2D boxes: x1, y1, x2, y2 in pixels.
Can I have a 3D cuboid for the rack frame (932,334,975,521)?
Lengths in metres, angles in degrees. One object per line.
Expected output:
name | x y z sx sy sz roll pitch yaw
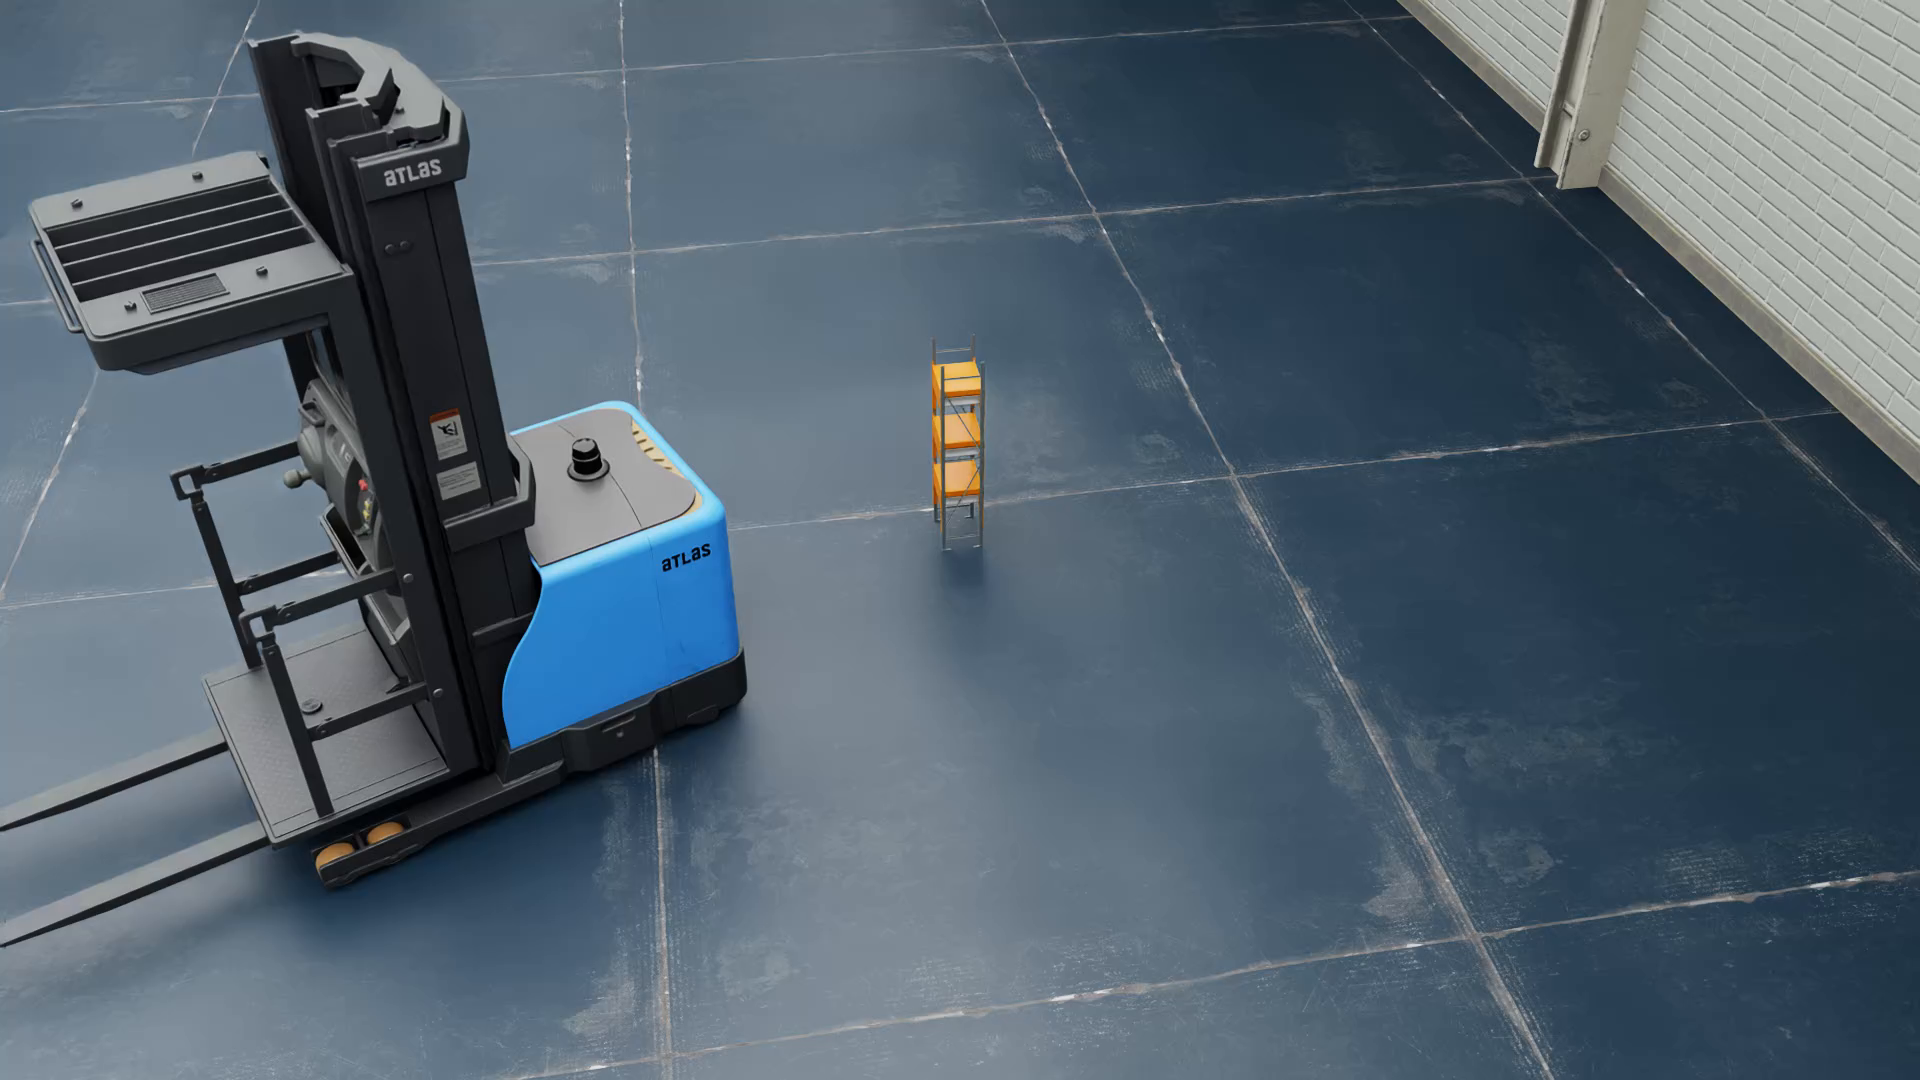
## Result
rack frame | -0.031 -0.521 7.964 0.200 1.050 0.008 -6 38 -8

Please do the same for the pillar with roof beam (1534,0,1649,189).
pillar with roof beam | -0.088 -5.586 8.005 9.100 9.000 0.400 -6 38 -8

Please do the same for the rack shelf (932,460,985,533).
rack shelf | -0.009 -0.219 8.046 0.215 0.259 0.240 -6 38 -8

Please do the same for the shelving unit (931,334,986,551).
shelving unit | -0.009 -0.447 7.869 0.215 1.050 0.252 -6 38 -8

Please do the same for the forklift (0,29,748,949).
forklift | -2.433 -0.192 6.009 3.031 2.935 1.130 -22 43 -26

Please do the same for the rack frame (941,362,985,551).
rack frame | 0.012 -0.373 7.775 0.200 1.050 0.008 -6 38 -8

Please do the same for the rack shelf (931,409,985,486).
rack shelf | -0.009 -0.439 7.876 0.215 0.259 0.240 -6 38 -8

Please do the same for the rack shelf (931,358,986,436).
rack shelf | -0.009 -0.663 7.702 0.215 0.259 0.240 -6 38 -8
